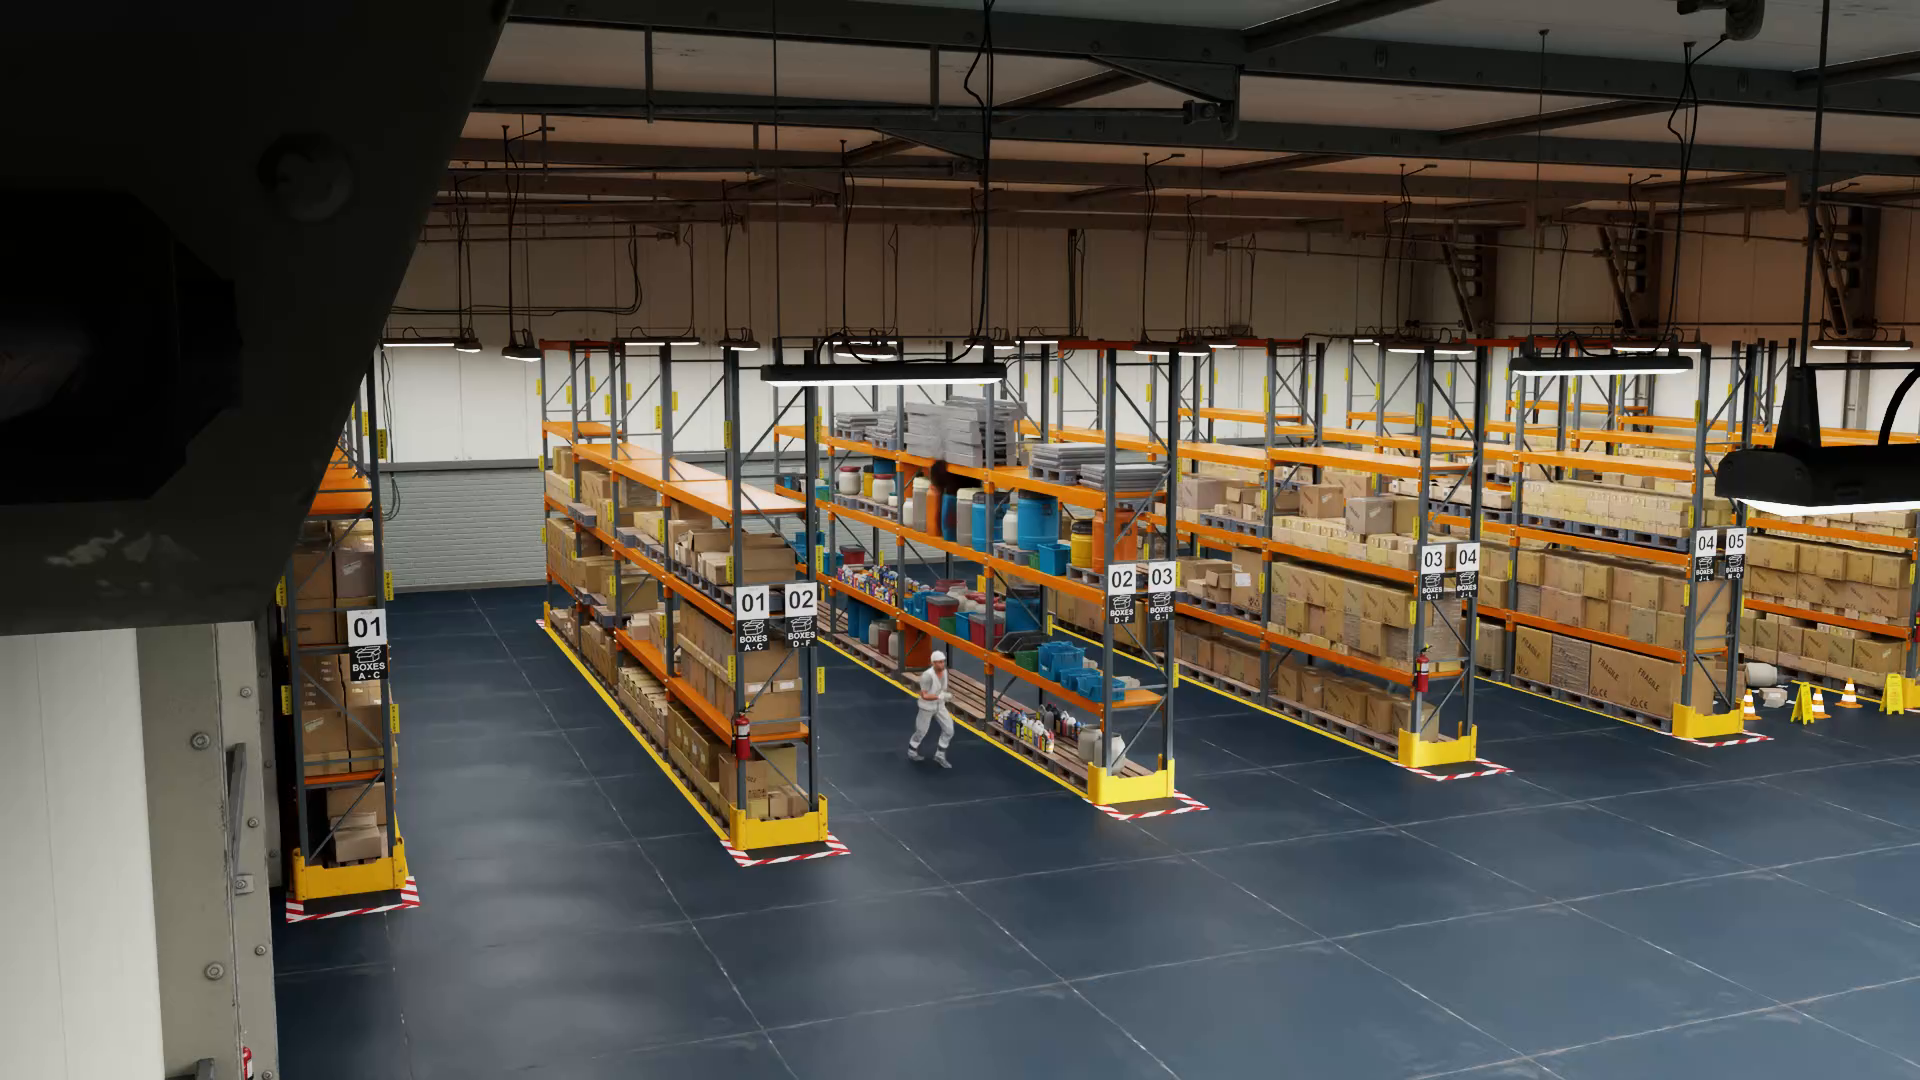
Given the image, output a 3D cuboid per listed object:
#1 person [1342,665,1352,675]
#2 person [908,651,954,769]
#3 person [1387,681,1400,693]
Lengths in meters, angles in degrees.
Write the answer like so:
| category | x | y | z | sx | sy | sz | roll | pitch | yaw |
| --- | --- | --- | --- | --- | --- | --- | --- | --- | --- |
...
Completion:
| category | x | y | z | sx | sy | sz | roll | pitch | yaw |
| --- | --- | --- | --- | --- | --- | --- | --- | --- | --- |
| person | 7.139 | 1.647 | 30.178 | 0.692 | 1.606 | 0.507 | 0 | 7 | -2 |
| person | -0.373 | 2.407 | 23.695 | 0.687 | 1.735 | 0.977 | -6 | 10 | -40 |
| person | 7.396 | 1.973 | 27.151 | 0.858 | 1.698 | 0.684 | 0 | 7 | -2 |
